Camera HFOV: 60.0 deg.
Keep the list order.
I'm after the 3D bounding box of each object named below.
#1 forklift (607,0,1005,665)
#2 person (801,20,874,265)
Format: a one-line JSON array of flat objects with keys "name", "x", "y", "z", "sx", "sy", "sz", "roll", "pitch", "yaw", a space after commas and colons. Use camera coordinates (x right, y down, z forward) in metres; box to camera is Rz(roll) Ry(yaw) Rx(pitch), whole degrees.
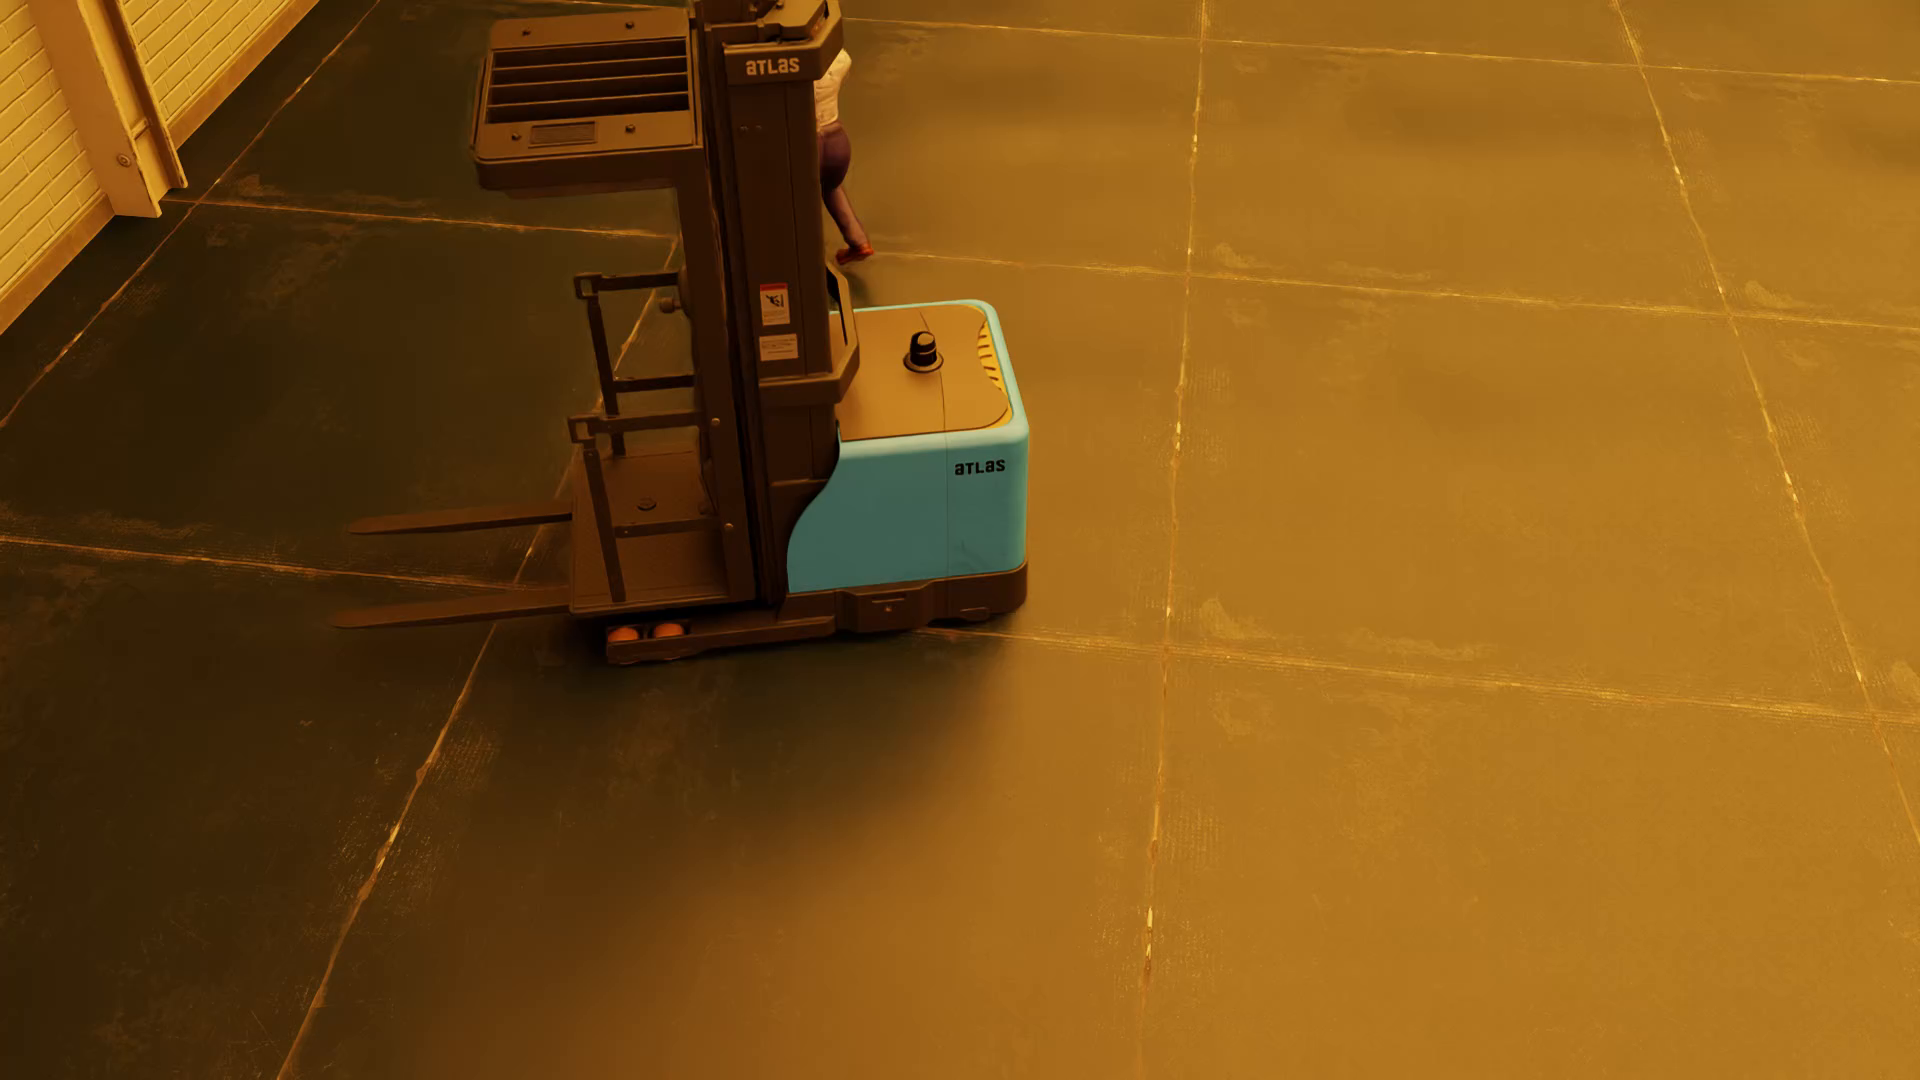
[{"name": "forklift", "x": -1.262, "y": -0.920, "z": 6.726, "sx": 3.031, "sy": 2.935, "sz": 1.121, "roll": -6, "pitch": 43, "yaw": -6}, {"name": "person", "x": -0.828, "y": -2.149, "z": 9.072, "sx": 0.597, "sy": 1.589, "sz": 0.639, "roll": -26, "pitch": 49, "yaw": -25}]
